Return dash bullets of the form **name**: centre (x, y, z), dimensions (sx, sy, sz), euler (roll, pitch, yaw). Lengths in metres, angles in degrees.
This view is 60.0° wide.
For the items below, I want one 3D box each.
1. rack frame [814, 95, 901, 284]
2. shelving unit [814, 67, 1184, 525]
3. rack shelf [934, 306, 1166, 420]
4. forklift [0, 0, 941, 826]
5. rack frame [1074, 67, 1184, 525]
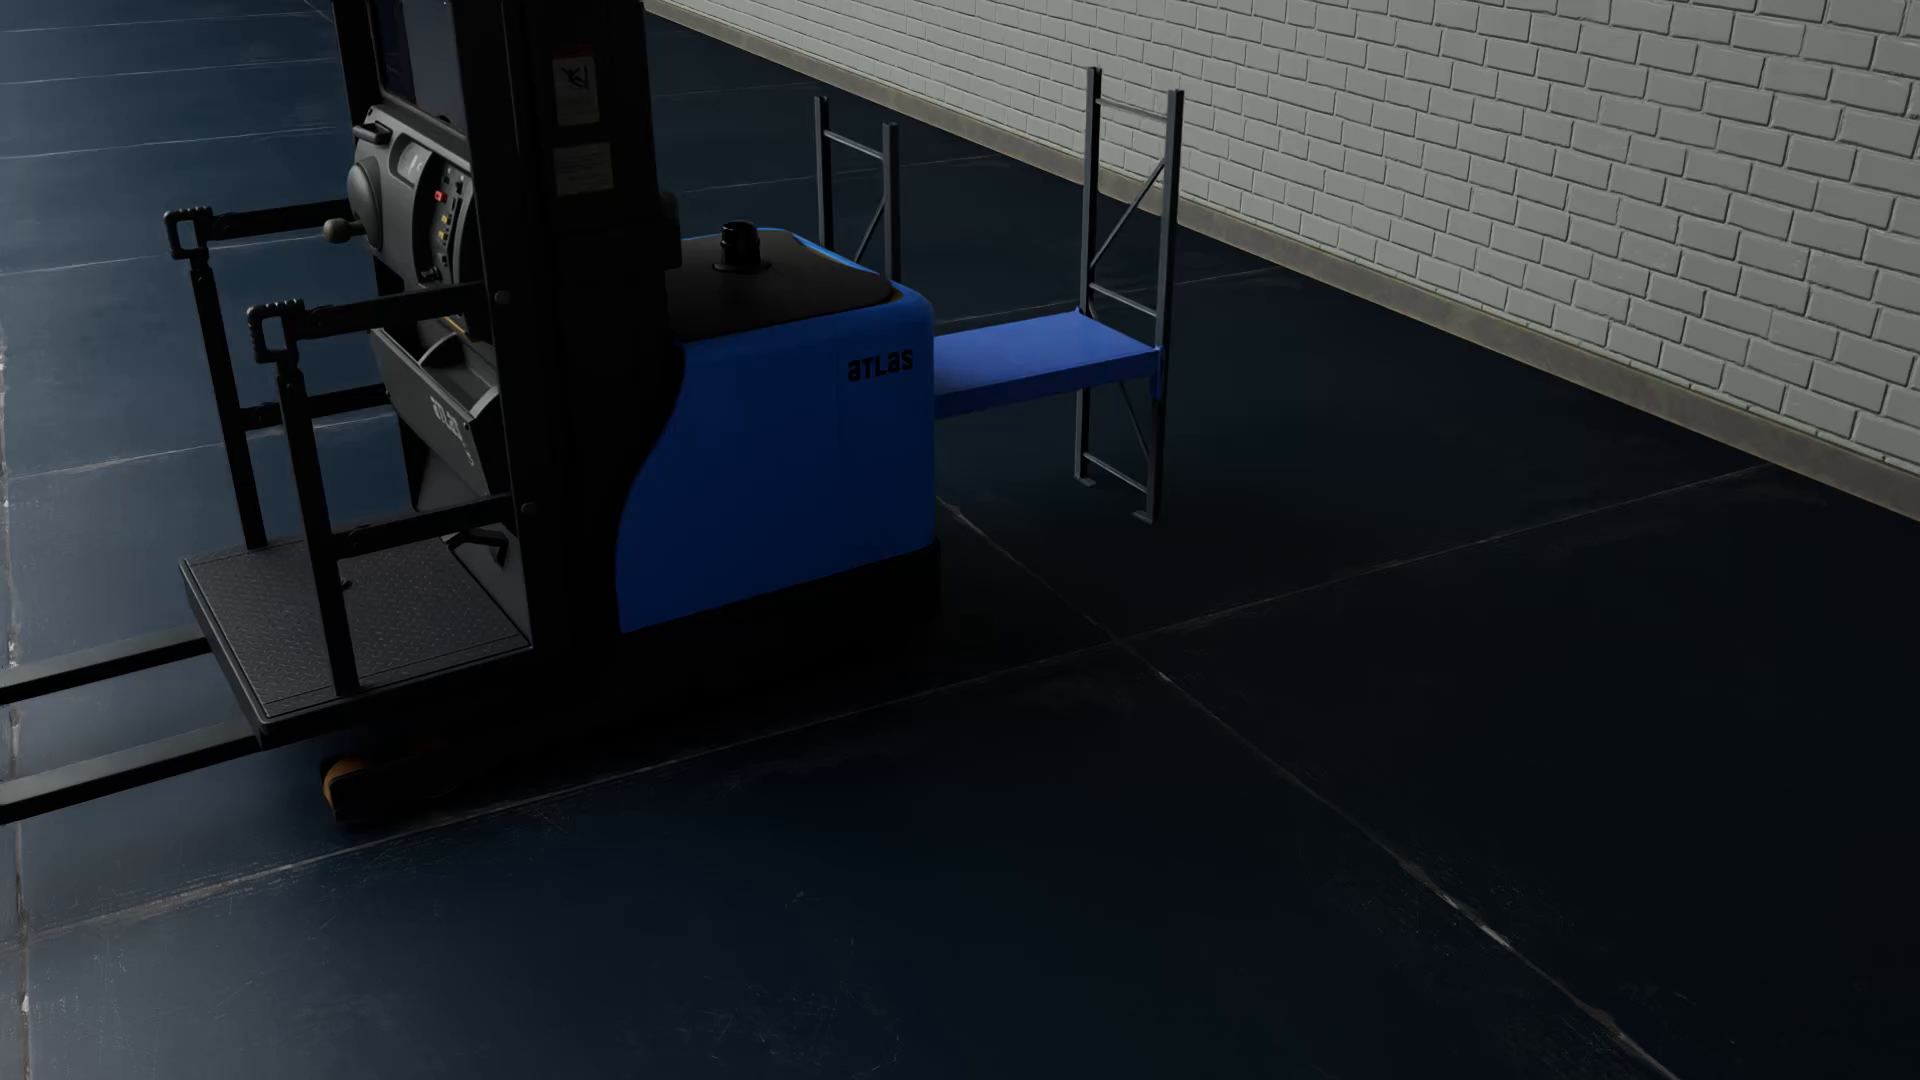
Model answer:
- **rack frame**: centre (-0.313, -0.605, 5.278), dimensions (0.032, 1.500, 0.500), euler (-14, 29, -27)
- **shelving unit**: centre (0.127, -0.715, 5.507), dimensions (1.048, 1.500, 0.538), euler (-14, 29, -27)
- **rack shelf**: centre (0.127, -0.553, 5.585), dimensions (1.000, 0.185, 0.538), euler (-14, 29, -27)
- **forklift**: centre (-1.574, -0.863, 4.161), dimensions (3.031, 2.935, 1.130), euler (-16, 30, -30)
- **rack frame**: centre (0.567, -0.826, 5.737), dimensions (0.032, 1.500, 0.500), euler (-14, 29, -27)
